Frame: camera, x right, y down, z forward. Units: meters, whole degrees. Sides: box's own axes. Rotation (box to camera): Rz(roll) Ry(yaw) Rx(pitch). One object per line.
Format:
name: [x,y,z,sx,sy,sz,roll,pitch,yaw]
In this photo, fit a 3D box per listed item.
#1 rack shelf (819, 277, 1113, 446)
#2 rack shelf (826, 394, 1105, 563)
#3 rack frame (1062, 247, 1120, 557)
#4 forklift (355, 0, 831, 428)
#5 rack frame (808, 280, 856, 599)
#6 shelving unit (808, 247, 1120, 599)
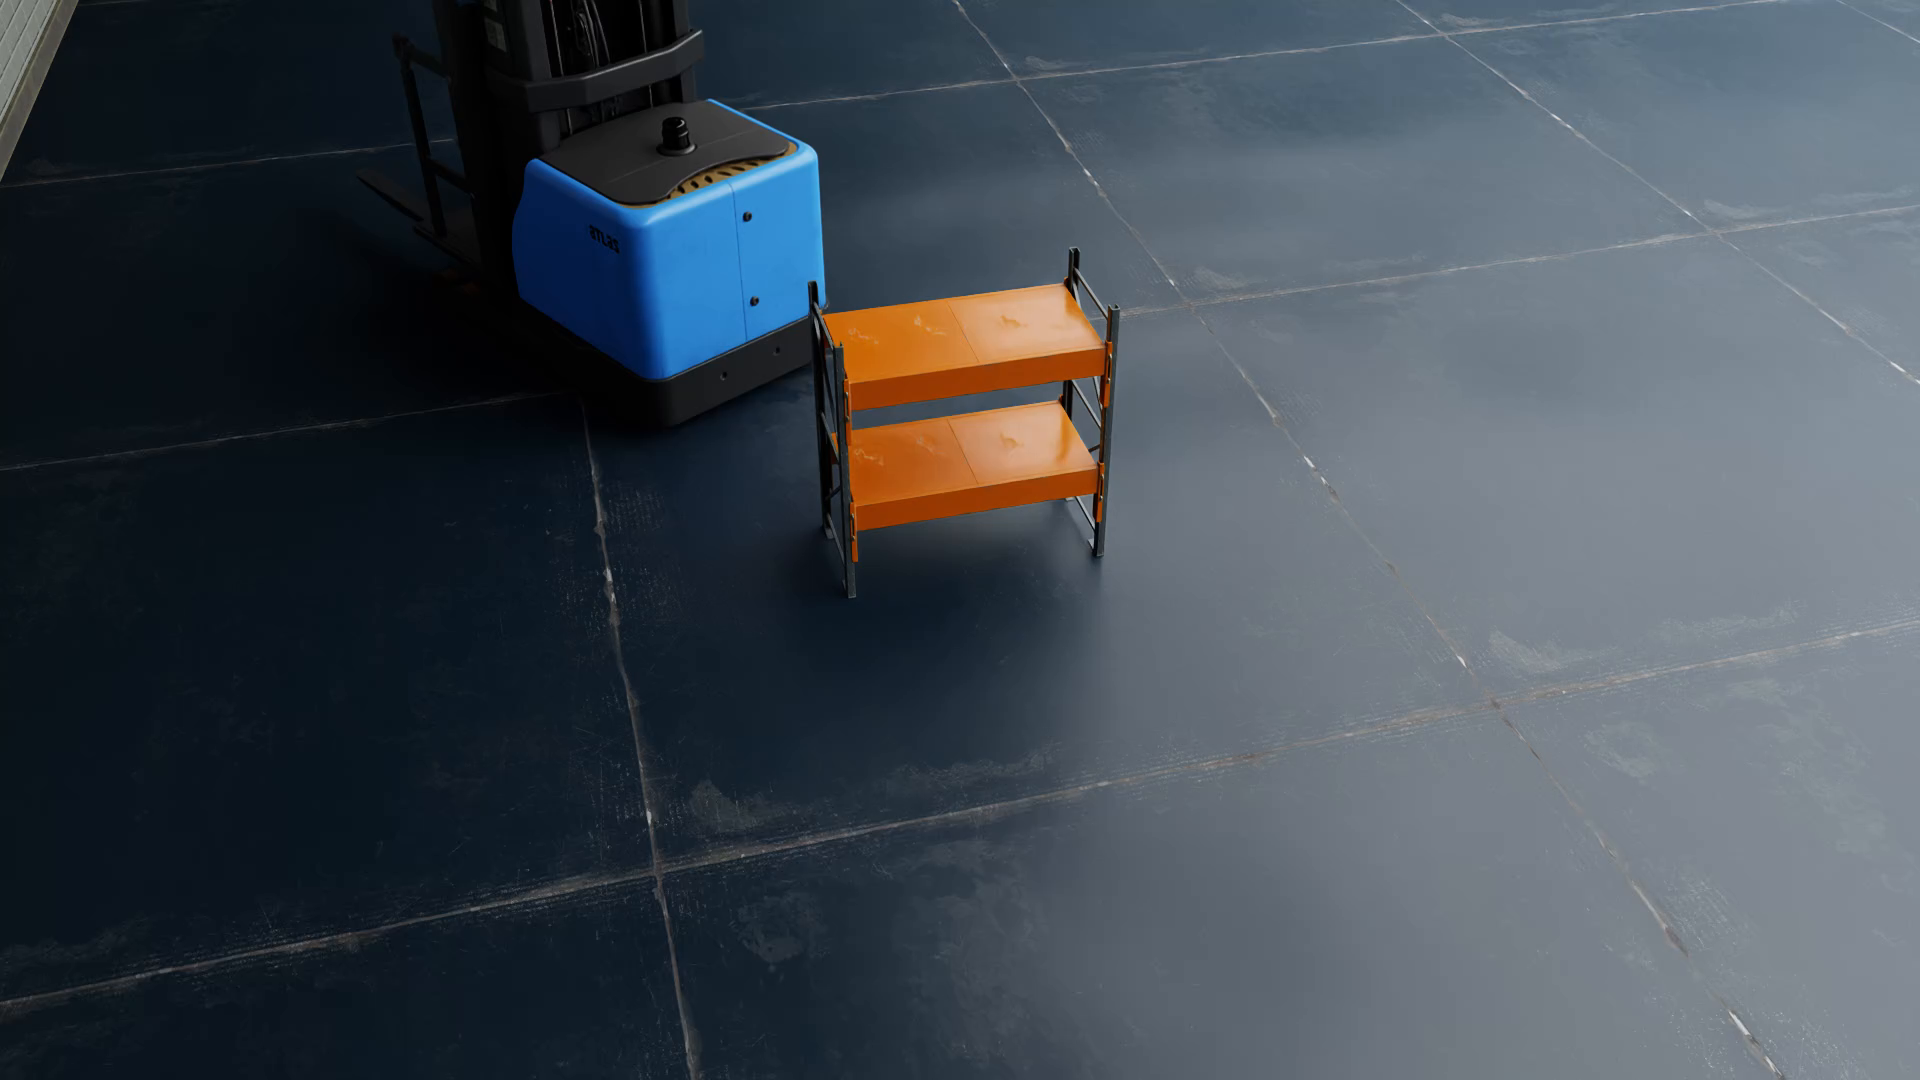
rack shelf: [0.007,-0.680,6.232,1.000,0.278,0.538,-9,38,-12]
rack shelf: [0.007,-0.254,6.558,1.000,0.278,0.538,-9,38,-12]
rack frame: [0.497,-0.528,6.515,0.032,1.125,0.500,-9,38,-12]
forklift: [-1.984,-2.454,7.545,1.130,2.935,3.031,-30,47,-33]
rack frame: [-0.484,-0.367,6.304,0.032,1.125,0.500,-9,38,-12]
shelving unit: [0.007,-0.448,6.410,1.048,1.125,0.538,-9,38,-12]
